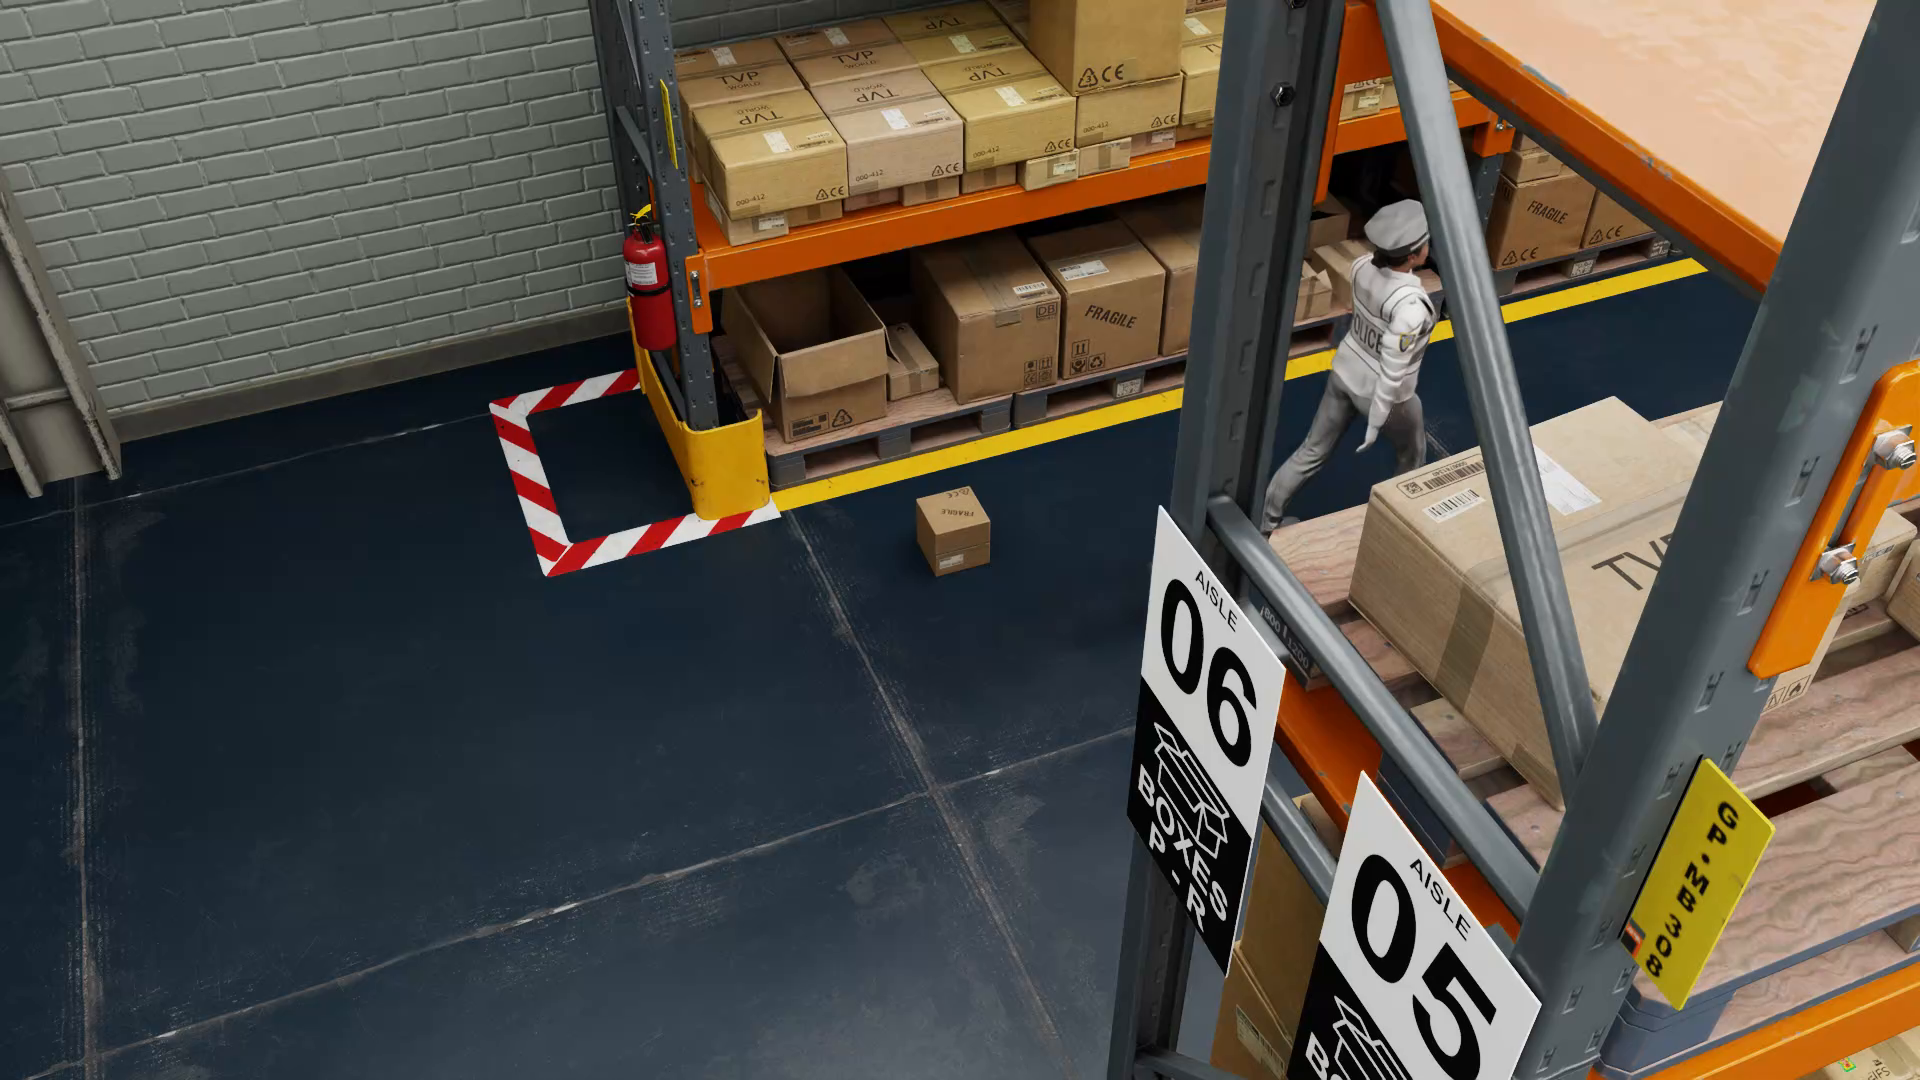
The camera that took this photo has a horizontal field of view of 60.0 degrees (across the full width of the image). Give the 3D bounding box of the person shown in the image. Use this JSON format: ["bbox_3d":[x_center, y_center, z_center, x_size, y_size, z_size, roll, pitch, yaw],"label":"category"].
[{"bbox_3d":[1.737,-0.679,6.881,1.025,1.631,0.506,-18,45,-19],"label":"person"}]
